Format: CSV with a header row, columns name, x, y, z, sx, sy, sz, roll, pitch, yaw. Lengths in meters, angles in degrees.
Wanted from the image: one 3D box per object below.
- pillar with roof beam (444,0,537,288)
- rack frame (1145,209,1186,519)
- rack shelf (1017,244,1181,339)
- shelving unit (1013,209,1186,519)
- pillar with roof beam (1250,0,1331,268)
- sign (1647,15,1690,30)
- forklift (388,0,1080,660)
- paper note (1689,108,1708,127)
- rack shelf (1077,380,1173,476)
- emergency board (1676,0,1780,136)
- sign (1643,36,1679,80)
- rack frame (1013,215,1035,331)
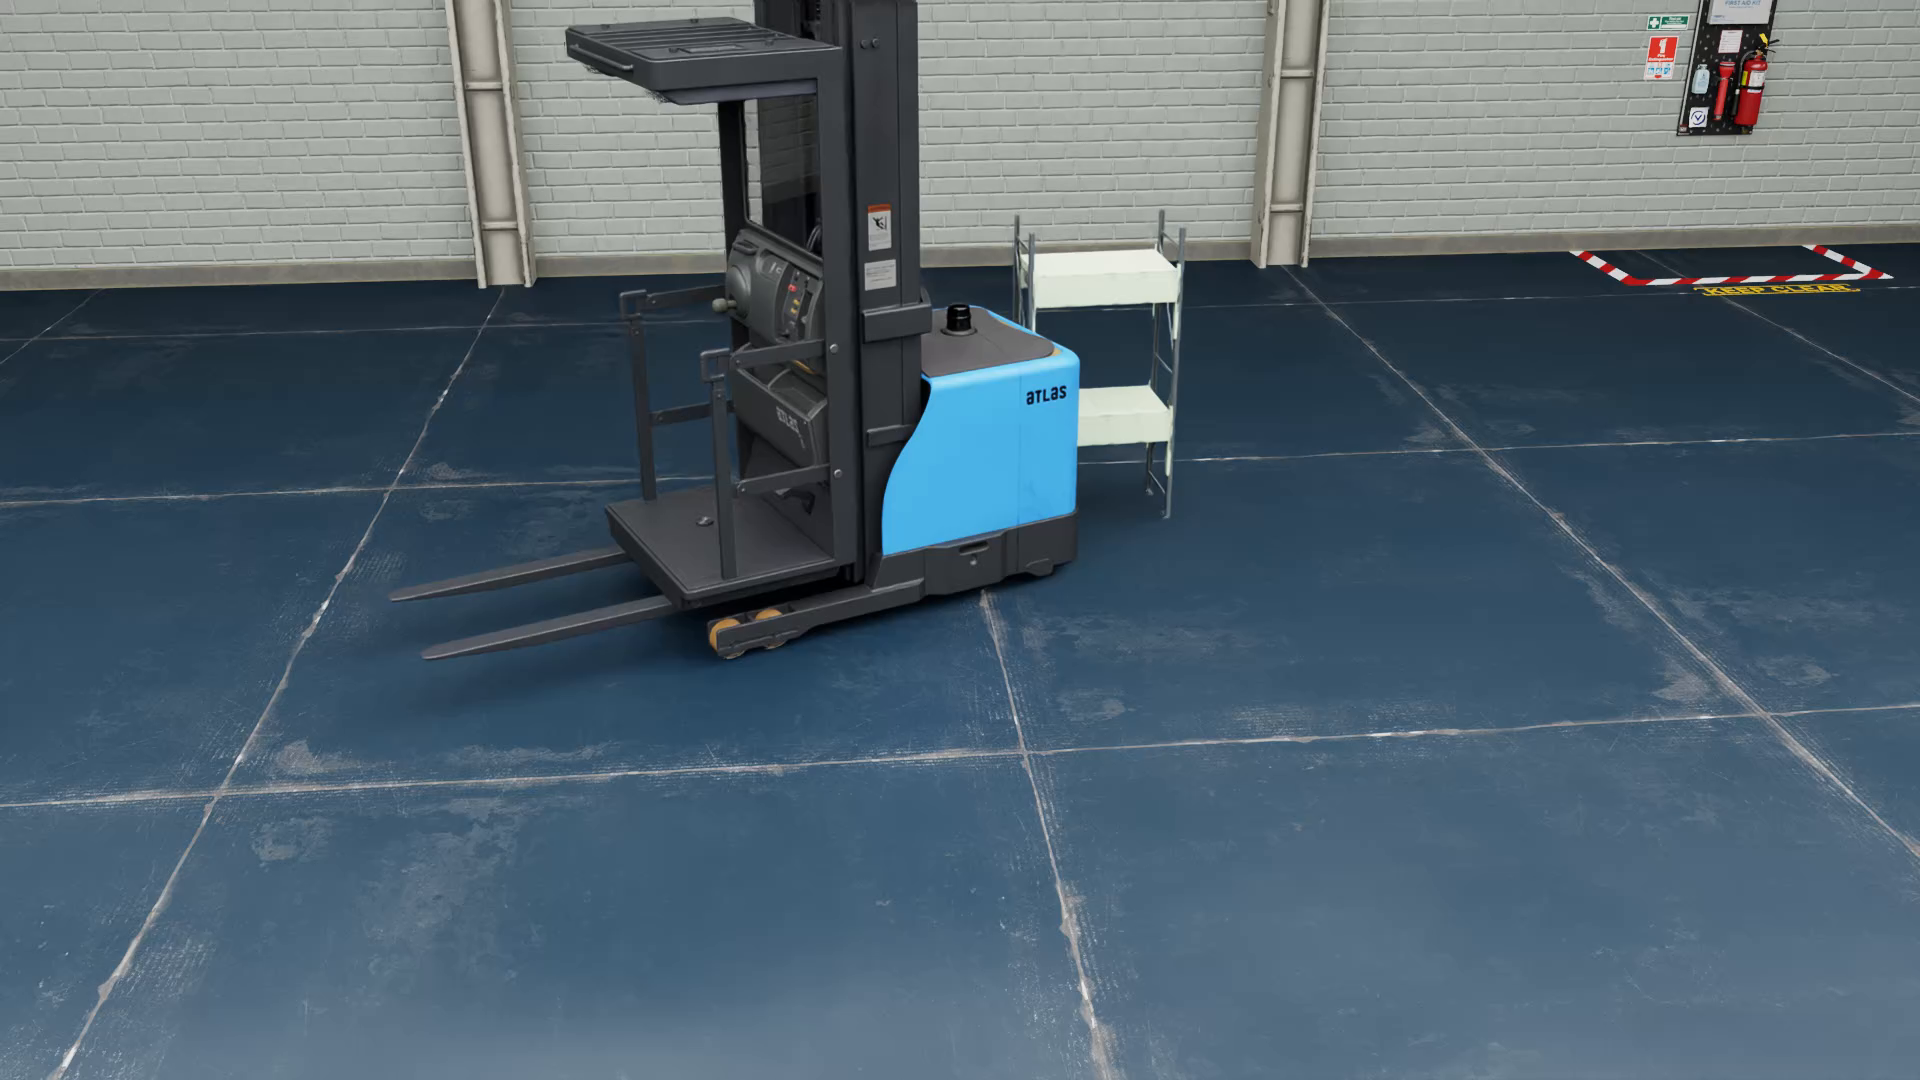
name,x,y,z,sx,sy,sz,roll,pitch,yaw
pillar with roof beam,-3.019,-4.337,6.928,0.400,9.000,9.100,-2,24,-5
rack frame,1.030,-0.875,8.372,0.023,1.500,0.400,-4,24,-9
rack shelf,0.669,-1.208,8.159,0.720,0.370,0.431,-4,24,-9
shelving unit,0.669,-0.851,8.318,0.755,1.500,0.431,-4,24,-9
pillar with roof beam,2.952,-4.576,7.467,0.400,9.000,9.100,-2,24,-5
sign,5.482,-4.006,12.873,0.331,0.109,0.001,-2,24,-5
forklift,-0.982,-1.078,7.066,3.031,2.935,1.130,-13,27,-26
paper note,5.854,-3.350,13.177,0.142,0.148,0.016,-2,24,-5
rack shelf,0.669,-0.553,8.450,0.720,0.370,0.431,-4,24,-9
emergency board,6.037,-3.731,12.952,0.643,1.169,0.194,-2,24,-5
sign,5.476,-3.767,12.988,0.234,0.329,0.001,-2,24,-5
rack frame,0.308,-0.827,8.264,0.023,1.500,0.400,-4,24,-9
